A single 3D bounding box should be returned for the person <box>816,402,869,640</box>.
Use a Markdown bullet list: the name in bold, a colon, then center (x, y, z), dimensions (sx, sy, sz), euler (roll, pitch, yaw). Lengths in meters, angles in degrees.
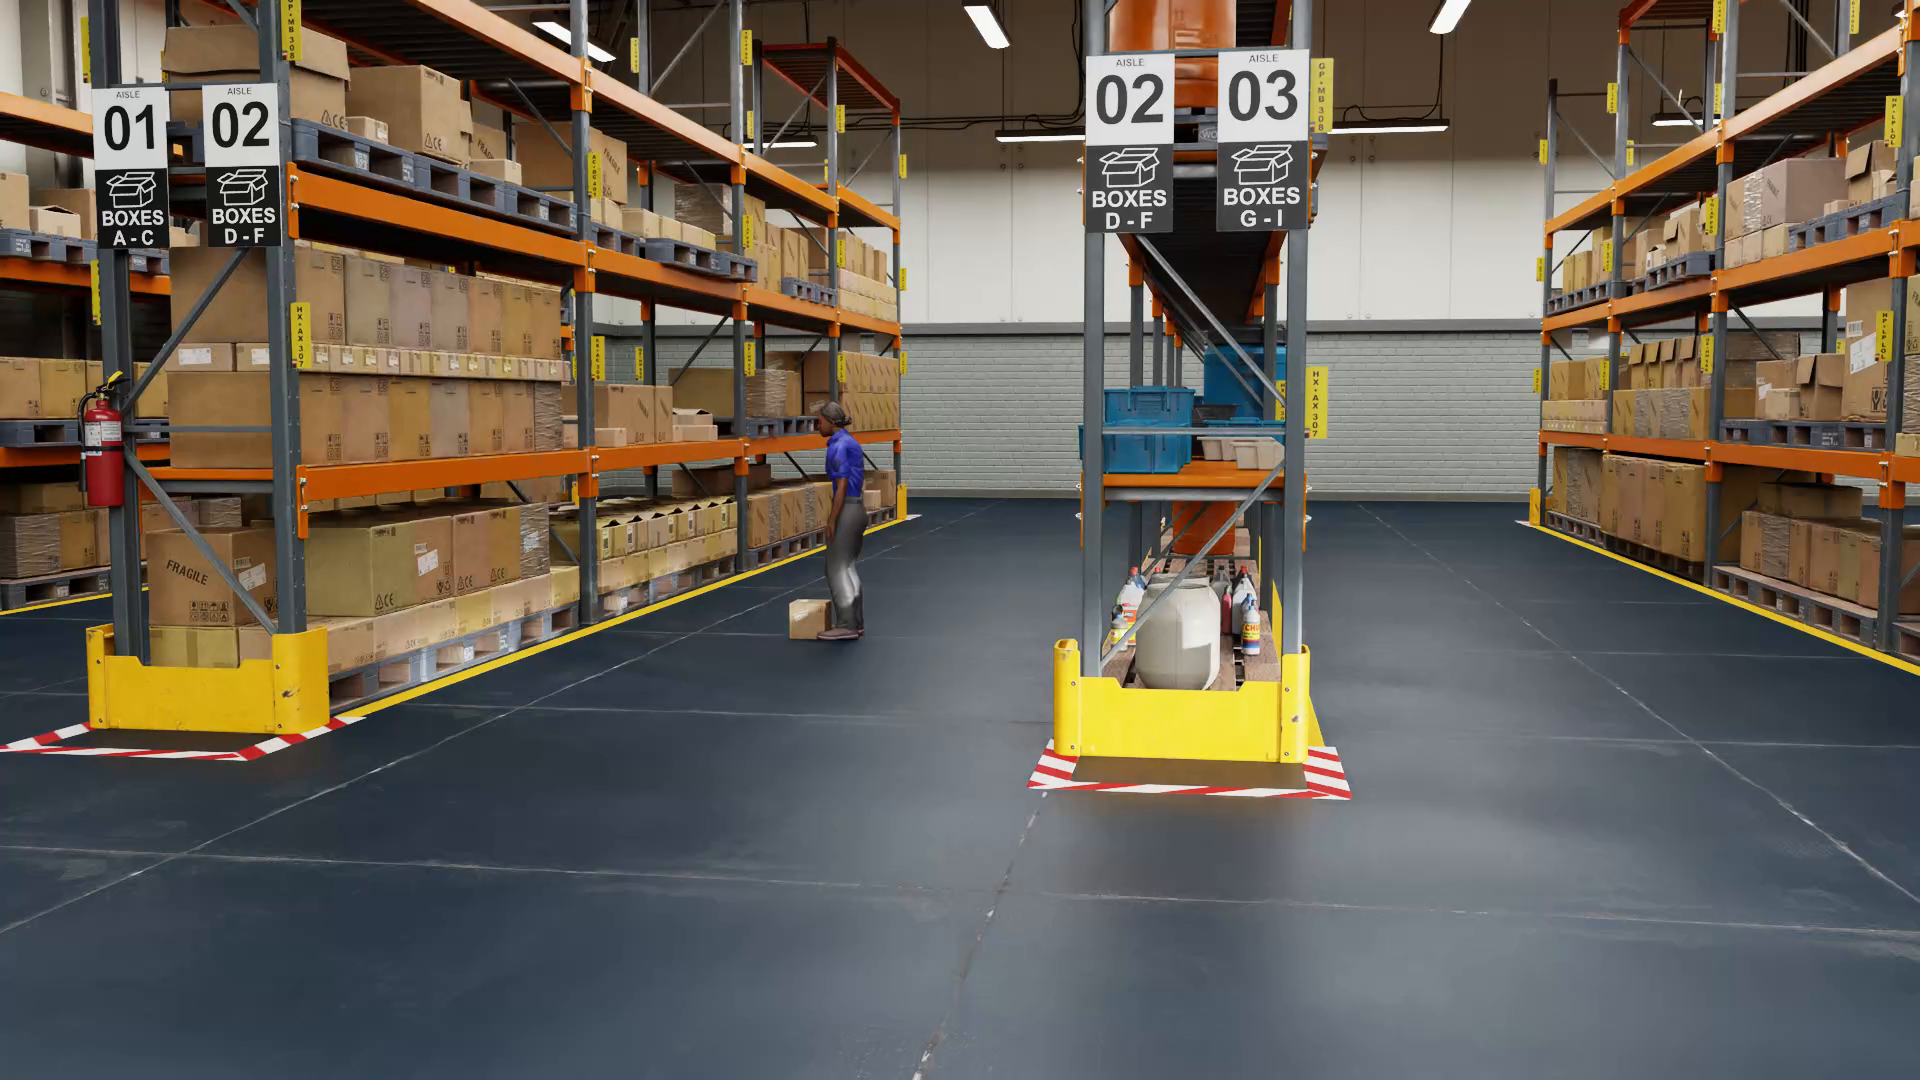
- **person**: center (-0.824, -0.139, 11.661), dimensions (0.348, 1.655, 0.508), euler (1, 5, 9)
